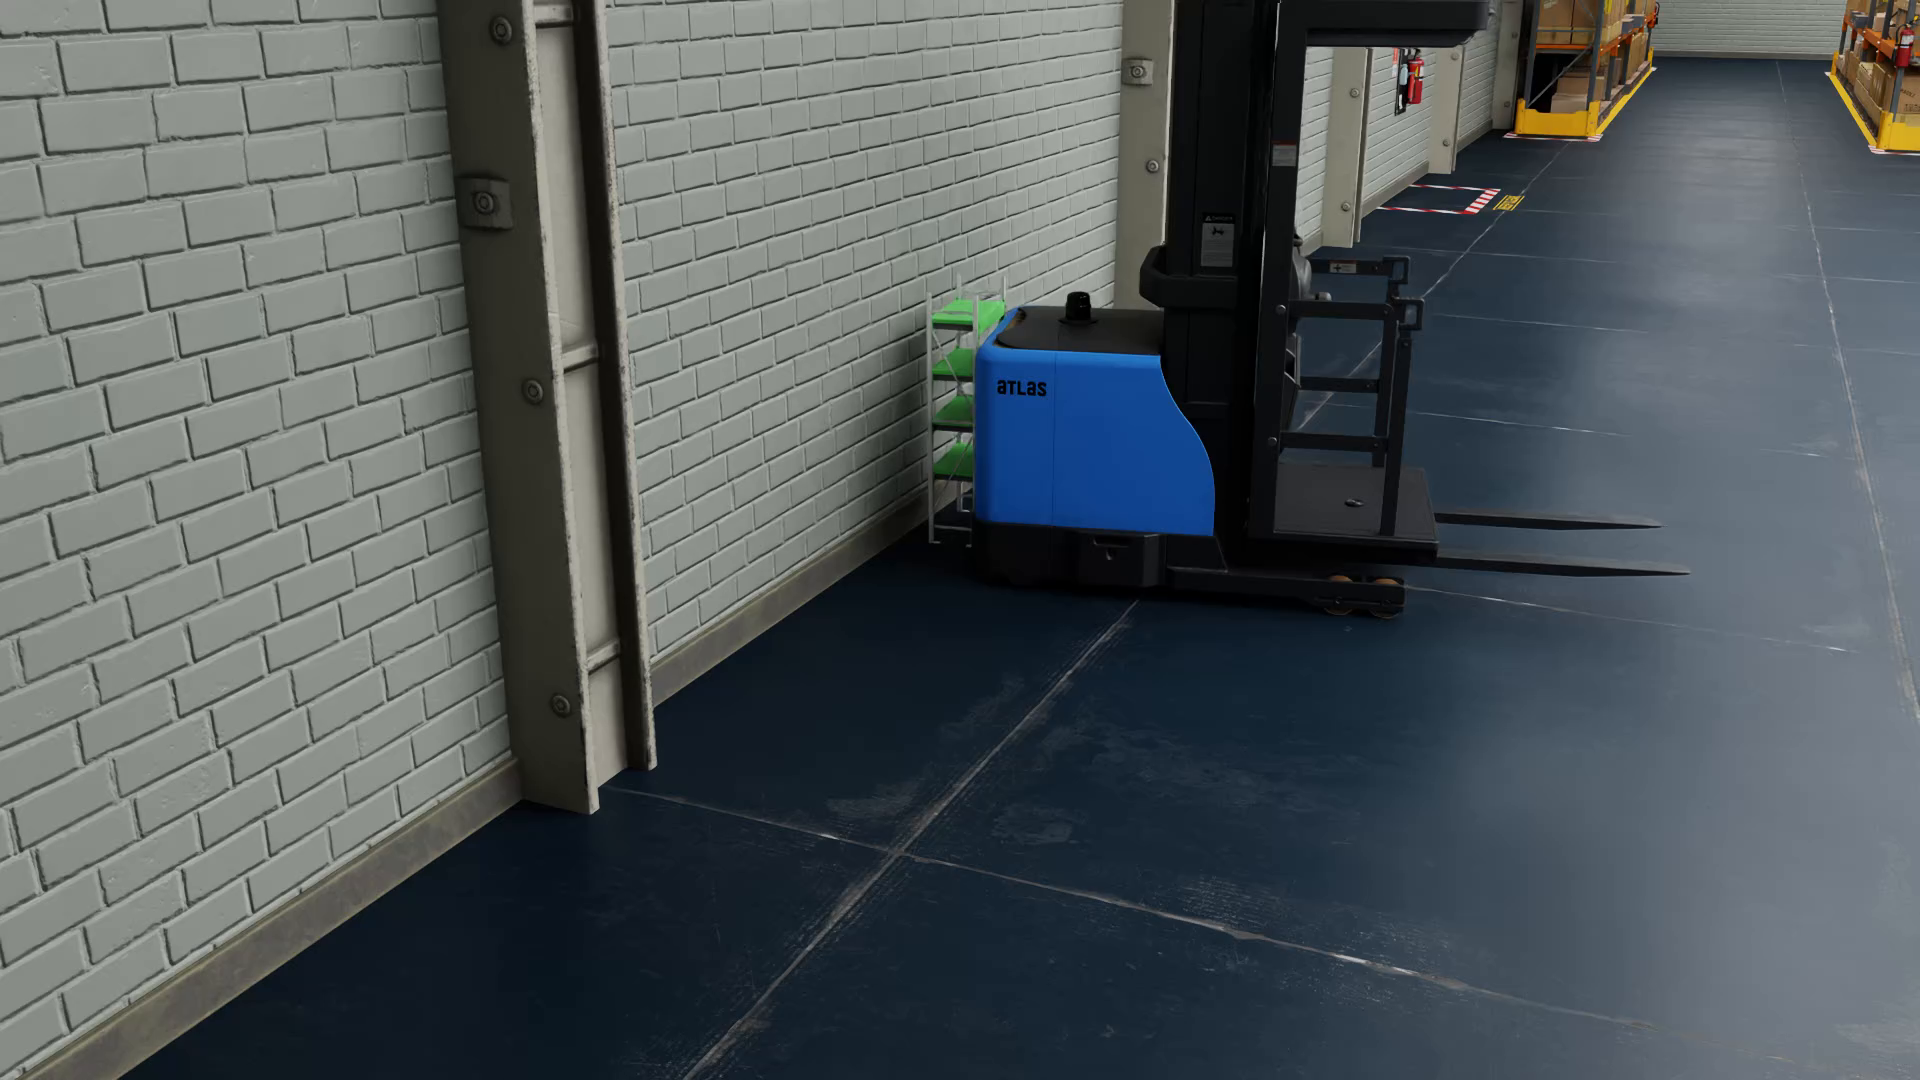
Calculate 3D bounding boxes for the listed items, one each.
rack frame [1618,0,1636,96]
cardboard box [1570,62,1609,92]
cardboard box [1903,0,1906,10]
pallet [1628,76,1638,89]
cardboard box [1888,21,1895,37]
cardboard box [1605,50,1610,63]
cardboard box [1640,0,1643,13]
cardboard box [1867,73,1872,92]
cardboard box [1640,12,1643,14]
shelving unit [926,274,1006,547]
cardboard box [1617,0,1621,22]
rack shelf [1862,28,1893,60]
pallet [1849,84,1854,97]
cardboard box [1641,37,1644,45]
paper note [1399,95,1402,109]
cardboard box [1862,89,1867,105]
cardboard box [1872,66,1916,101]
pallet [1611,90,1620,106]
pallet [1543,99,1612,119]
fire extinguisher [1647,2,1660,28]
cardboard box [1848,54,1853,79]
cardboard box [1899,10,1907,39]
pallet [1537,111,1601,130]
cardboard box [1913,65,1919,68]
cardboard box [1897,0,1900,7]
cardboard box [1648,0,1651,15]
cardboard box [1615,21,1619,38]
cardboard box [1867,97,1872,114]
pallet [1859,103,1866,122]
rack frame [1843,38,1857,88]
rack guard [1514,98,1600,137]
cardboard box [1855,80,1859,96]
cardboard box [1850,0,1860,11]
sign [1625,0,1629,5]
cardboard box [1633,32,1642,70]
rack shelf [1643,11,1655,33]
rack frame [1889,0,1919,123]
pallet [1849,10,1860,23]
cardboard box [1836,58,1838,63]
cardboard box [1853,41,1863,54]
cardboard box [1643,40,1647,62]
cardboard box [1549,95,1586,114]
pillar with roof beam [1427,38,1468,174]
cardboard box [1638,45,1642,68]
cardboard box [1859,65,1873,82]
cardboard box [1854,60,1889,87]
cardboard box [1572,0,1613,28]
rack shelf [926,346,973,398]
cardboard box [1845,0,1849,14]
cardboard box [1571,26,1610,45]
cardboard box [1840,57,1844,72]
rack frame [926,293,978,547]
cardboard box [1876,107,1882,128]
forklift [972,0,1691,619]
[{"bbox_3d":[12.337,-10.045,31.737,1.000,3.000,0.127,9,21,23],"label":"rack frame"},{"bbox_3d":[11.397,-8.394,30.169,0.700,0.500,0.500,9,21,23],"label":"cardboard box"},{"bbox_3d":[14.409,-8.046,24.999,0.380,0.149,0.250,8,21,21],"label":"cardboard box"},{"bbox_3d":[13.229,-9.333,33.898,1.003,0.211,1.213,9,21,23],"label":"pallet"},{"bbox_3d":[15.412,-8.374,27.240,0.396,0.266,0.258,8,21,21],"label":"cardboard box"},{"bbox_3d":[11.593,-8.877,30.407,0.500,0.250,0.500,8,21,22],"label":"cardboard box"},{"bbox_3d":[13.403,-10.825,33.309,0.500,0.500,0.500,9,22,24],"label":"cardboard box"},{"bbox_3d":[15.124,-7.473,27.146,0.500,0.311,0.500,9,21,23],"label":"cardboard box"},{"bbox_3d":[13.811,-10.774,34.133,0.380,0.149,0.250,9,21,23],"label":"cardboard box"},{"bbox_3d":[0.034,-0.623,7.928,0.258,1.200,0.503,5,20,15],"label":"shelving unit"},{"bbox_3d":[10.372,-8.621,26.809,0.500,0.500,0.500,8,21,21],"label":"cardboard box"},{"bbox_3d":[16.039,-8.416,28.230,1.077,0.370,4.000,9,21,23],"label":"rack shelf"},{"bbox_3d":[17.699,-8.647,31.968,1.003,0.211,1.213,9,21,23],"label":"pallet"},{"bbox_3d":[14.681,-10.887,36.242,0.380,0.149,0.250,9,22,25],"label":"cardboard box"},{"bbox_3d":[4.919,-4.888,18.551,0.016,0.148,0.142,9,21,23],"label":"paper note"},{"bbox_3d":[15.334,-7.367,27.683,0.500,0.250,0.500,8,21,22],"label":"cardboard box"},{"bbox_3d":[14.335,-6.995,25.518,0.500,0.500,0.500,9,21,23],"label":"cardboard box"},{"bbox_3d":[11.515,-8.121,30.488,1.003,0.211,1.213,9,21,23],"label":"pallet"},{"bbox_3d":[10.456,-7.298,28.175,1.003,0.211,1.213,9,21,23],"label":"pallet"},{"bbox_3d":[16.096,-12.261,38.640,0.296,0.674,0.183,9,21,23],"label":"fire extinguisher"},{"bbox_3d":[17.867,-9.339,32.828,0.500,0.500,0.500,9,21,23],"label":"cardboard box"},{"bbox_3d":[14.625,-7.739,25.104,0.700,0.500,0.500,9,21,24],"label":"cardboard box"},{"bbox_3d":[9.457,-6.552,26.077,1.003,0.211,1.213,9,21,23],"label":"pallet"},{"bbox_3d":[15.014,-7.076,25.747,0.500,0.500,0.500,9,21,23],"label":"cardboard box"},{"bbox_3d":[14.830,-8.364,25.893,0.380,0.149,0.250,9,21,23],"label":"cardboard box"},{"bbox_3d":[14.516,-11.795,36.210,0.980,0.700,0.700,8,21,21],"label":"cardboard box"},{"bbox_3d":[10.378,-8.267,26.933,0.500,0.250,0.500,8,21,22],"label":"cardboard box"},{"bbox_3d":[14.544,-6.793,26.071,0.500,0.250,0.500,9,21,23],"label":"cardboard box"},{"bbox_3d":[15.486,-7.060,27.506,1.003,0.211,1.213,9,21,23],"label":"pallet"},{"bbox_3d":[18.496,-10.589,33.267,1.000,3.000,0.127,9,21,23],"label":"rack frame"},{"bbox_3d":[9.092,-6.445,25.344,1.175,0.500,0.348,9,21,23],"label":"rack guard"},{"bbox_3d":[16.170,-7.995,29.450,0.500,0.250,0.500,8,21,21],"label":"cardboard box"},{"bbox_3d":[18.098,-10.720,32.859,0.700,0.500,0.500,2,20,4],"label":"cardboard box"},{"bbox_3d":[11.197,-9.158,27.951,0.100,0.325,0.005,9,21,23],"label":"sign"},{"bbox_3d":[13.827,-10.236,34.856,0.750,0.750,0.750,9,21,23],"label":"cardboard box"},{"bbox_3d":[14.794,-11.540,37.015,1.077,0.370,4.000,9,21,23],"label":"rack shelf"},{"bbox_3d":[13.582,-6.921,22.952,1.000,3.000,0.127,9,21,23],"label":"rack frame"},{"bbox_3d":[18.069,-10.269,32.654,1.003,0.211,1.213,9,21,23],"label":"pallet"},{"bbox_3d":[19.649,-10.595,36.882,0.380,0.149,0.250,9,21,23],"label":"cardboard box"},{"bbox_3d":[17.666,-9.552,32.305,0.500,0.250,0.500,9,21,23],"label":"cardboard box"},{"bbox_3d":[15.417,-11.283,38.322,0.700,0.500,0.500,9,21,23],"label":"cardboard box"},{"bbox_3d":[9.426,-6.739,25.797,0.500,0.311,0.500,6,20,17],"label":"cardboard box"},{"bbox_3d":[10.029,-8.334,17.972,9.100,9.000,0.400,9,21,23],"label":"pillar with roof beam"},{"bbox_3d":[14.583,-10.655,36.557,0.700,0.500,0.500,8,21,22],"label":"cardboard box"},{"bbox_3d":[15.957,-8.096,28.896,0.500,0.311,0.500,8,21,21],"label":"cardboard box"},{"bbox_3d":[17.026,-8.714,31.068,0.500,0.500,0.500,9,22,25],"label":"cardboard box"},{"bbox_3d":[9.531,-7.996,25.051,0.500,0.500,0.500,9,21,23],"label":"cardboard box"},{"bbox_3d":[0.033,-0.789,7.869,0.258,0.148,0.480,5,20,15],"label":"rack shelf"},{"bbox_3d":[19.711,-11.759,36.409,0.500,0.500,0.500,9,21,24],"label":"cardboard box"},{"bbox_3d":[9.550,-7.644,25.179,0.500,0.250,0.500,8,21,21],"label":"cardboard box"},{"bbox_3d":[18.777,-9.972,34.888,0.500,0.311,0.500,9,21,23],"label":"cardboard box"},{"bbox_3d":[-0.033,-0.544,7.707,0.240,1.200,0.015,5,20,15],"label":"rack frame"},{"bbox_3d":[13.726,-6.182,24.352,0.500,0.250,0.500,9,21,23],"label":"cardboard box"},{"bbox_3d":[1.621,-1.242,7.088,3.031,2.935,1.130,4,20,11],"label":"forklift"}]
